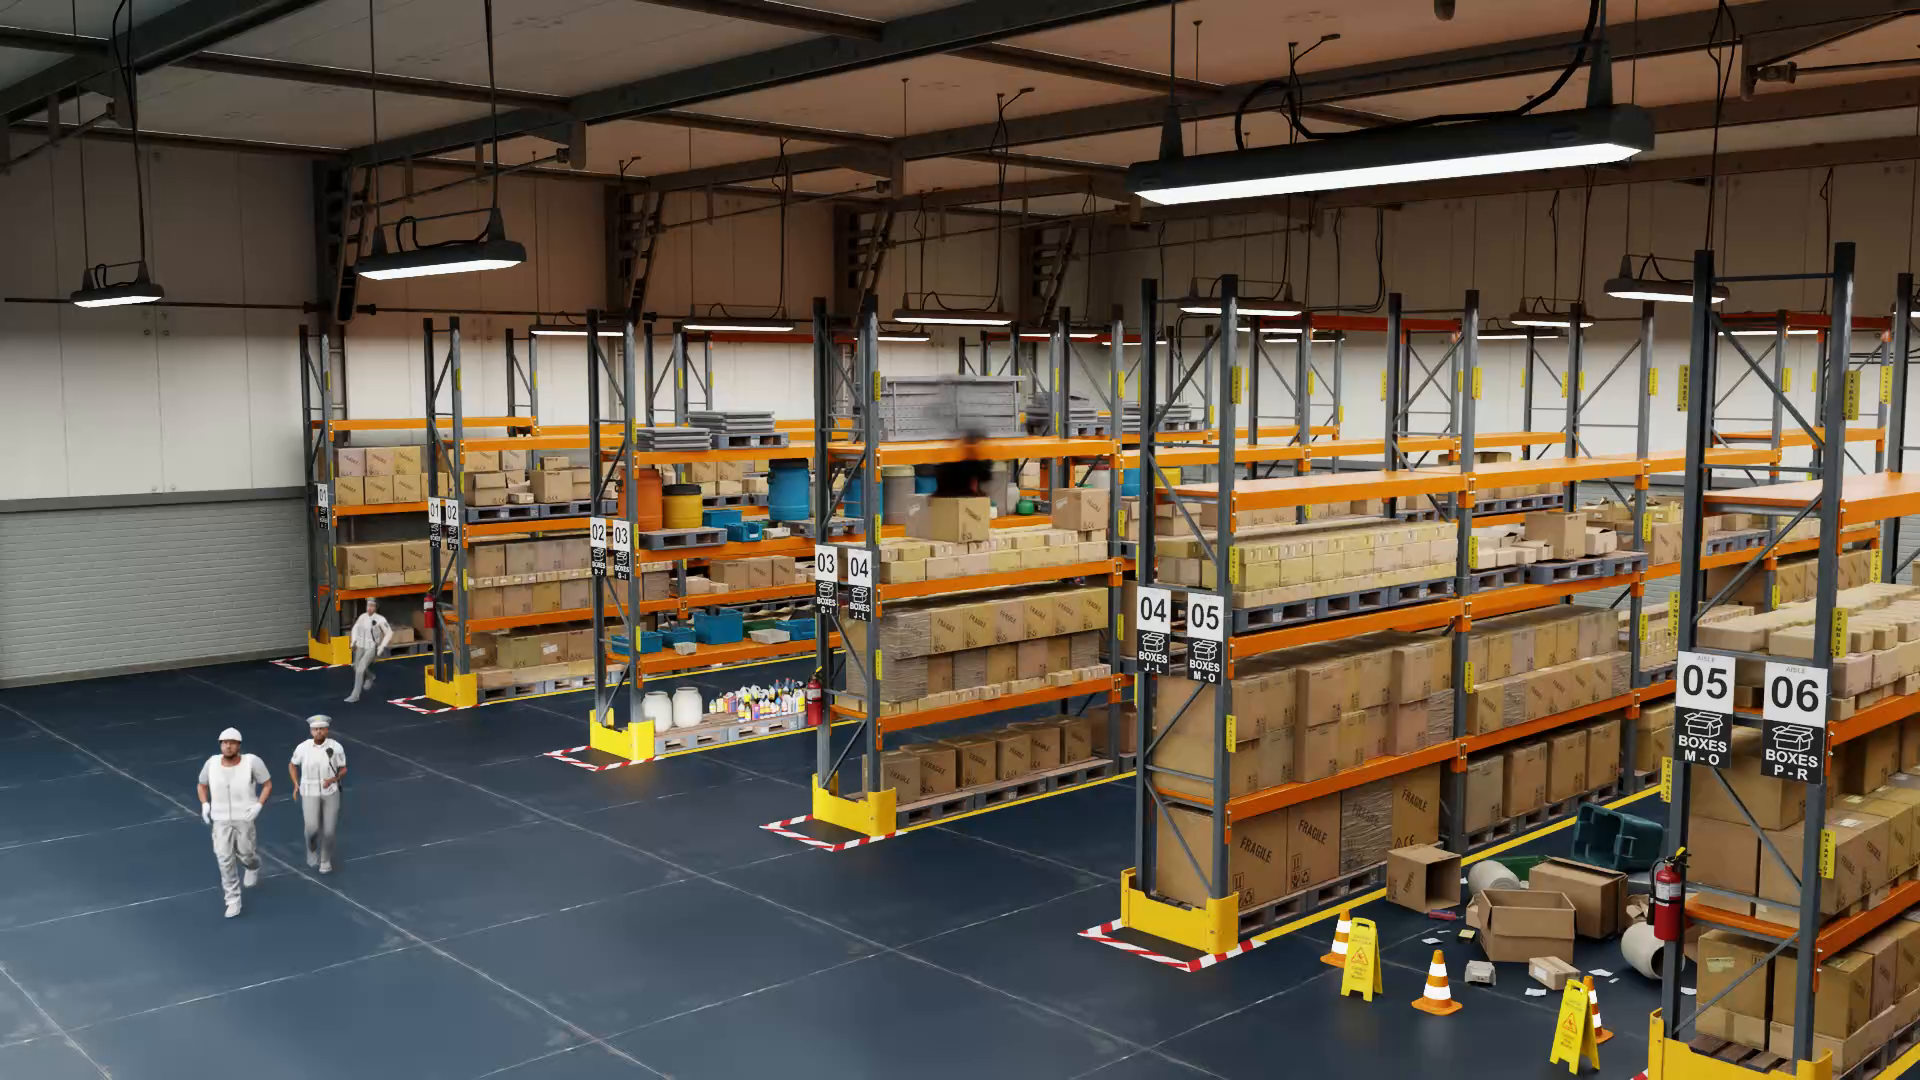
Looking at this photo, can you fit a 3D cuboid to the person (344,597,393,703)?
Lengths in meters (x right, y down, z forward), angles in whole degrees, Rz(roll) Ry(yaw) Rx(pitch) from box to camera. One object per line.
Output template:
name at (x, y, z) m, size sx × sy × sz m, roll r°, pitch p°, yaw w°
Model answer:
person at (-9.295, 1.704, 26.201) m, size 0.674 × 1.642 × 0.782 m, roll 1°, pitch 6°, yaw 14°

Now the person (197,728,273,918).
person at (-7.005, 2.679, 16.078) m, size 0.692 × 1.769 × 0.812 m, roll -1°, pitch 6°, yaw -13°

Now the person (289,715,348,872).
person at (-6.568, 2.614, 17.052) m, size 0.560 × 1.659 × 0.569 m, roll -2°, pitch 6°, yaw -22°
